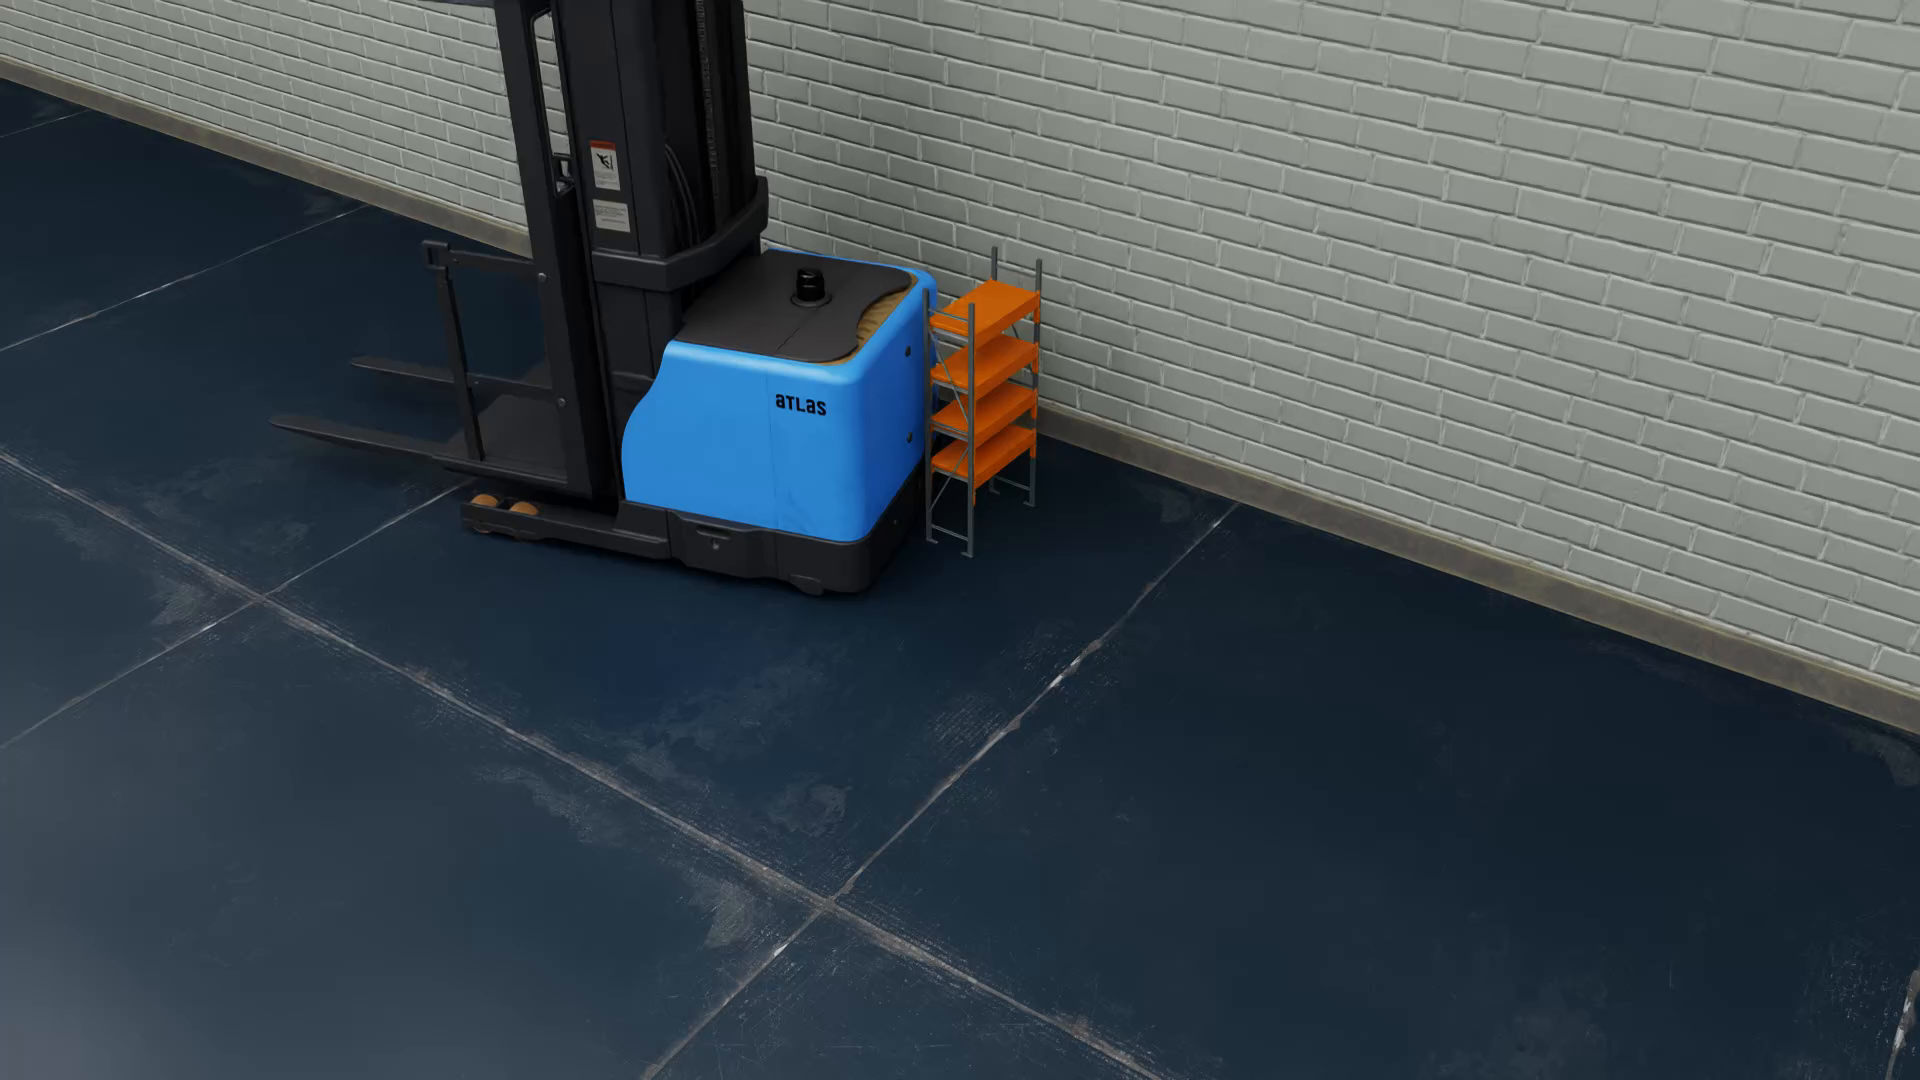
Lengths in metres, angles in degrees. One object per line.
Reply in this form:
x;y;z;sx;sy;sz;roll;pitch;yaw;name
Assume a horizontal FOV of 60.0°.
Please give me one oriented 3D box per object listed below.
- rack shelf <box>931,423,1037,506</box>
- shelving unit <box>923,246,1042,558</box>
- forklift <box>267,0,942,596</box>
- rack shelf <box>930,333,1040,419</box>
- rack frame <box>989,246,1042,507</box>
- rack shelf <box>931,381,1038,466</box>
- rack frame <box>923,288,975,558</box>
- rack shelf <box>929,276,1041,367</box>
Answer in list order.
0.094;-0.353;7.175;0.258;0.148;0.480;21;39;28;rack shelf
0.094;-0.573;7.027;0.258;1.200;0.503;21;39;28;shelving unit
-1.656;-1.477;6.817;3.031;2.935;1.130;11;36;16;forklift
0.094;-0.703;6.939;0.258;0.148;0.480;21;39;28;rack shelf
0.234;-0.685;7.193;0.240;1.200;0.015;21;39;28;rack frame
0.094;-0.517;7.064;0.258;0.148;0.480;21;39;28;rack shelf
-0.045;-0.461;6.860;0.240;1.200;0.015;21;39;28;rack frame
0.094;-0.899;6.806;0.258;0.148;0.480;21;39;28;rack shelf
